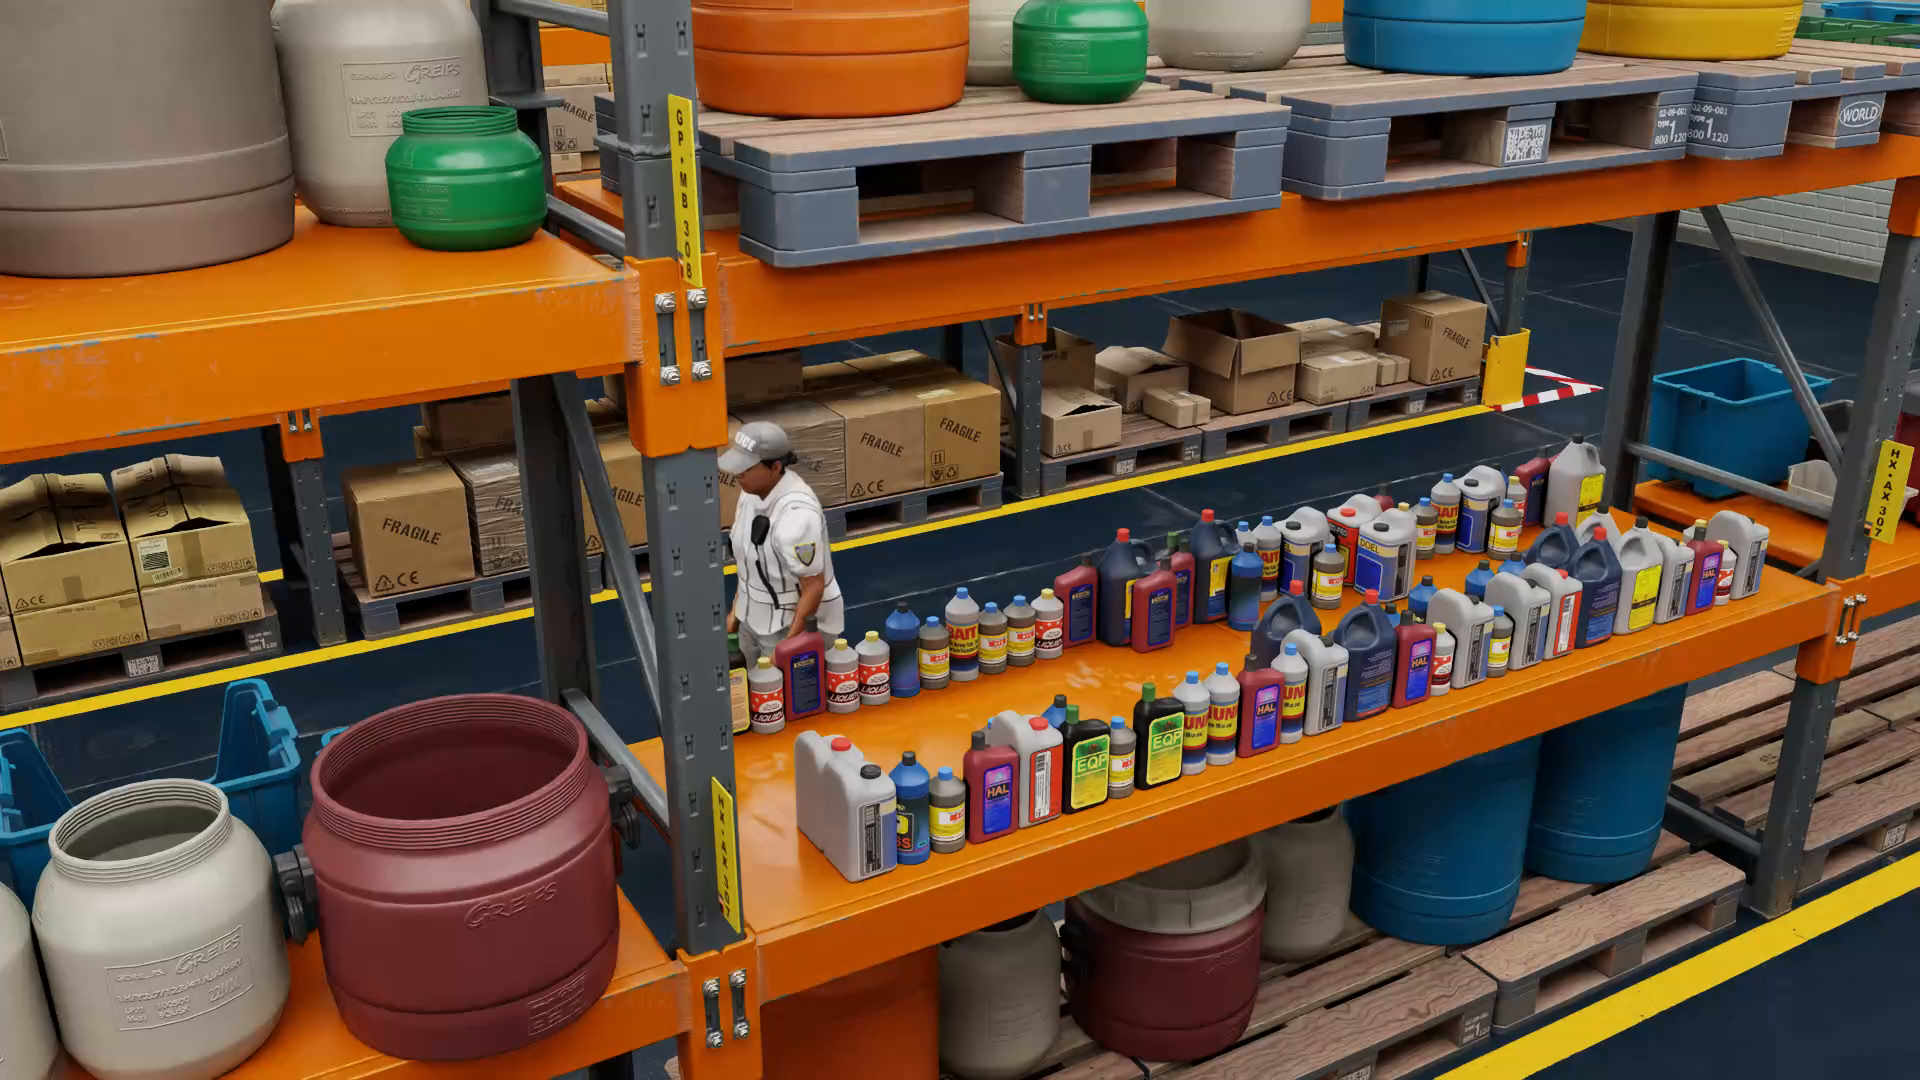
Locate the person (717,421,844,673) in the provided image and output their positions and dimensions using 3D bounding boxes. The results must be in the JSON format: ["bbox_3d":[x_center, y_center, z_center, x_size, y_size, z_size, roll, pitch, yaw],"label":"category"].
[{"bbox_3d":[-0.685,0.340,6.229,0.443,1.669,0.528,-13,25,-30],"label":"person"}]
